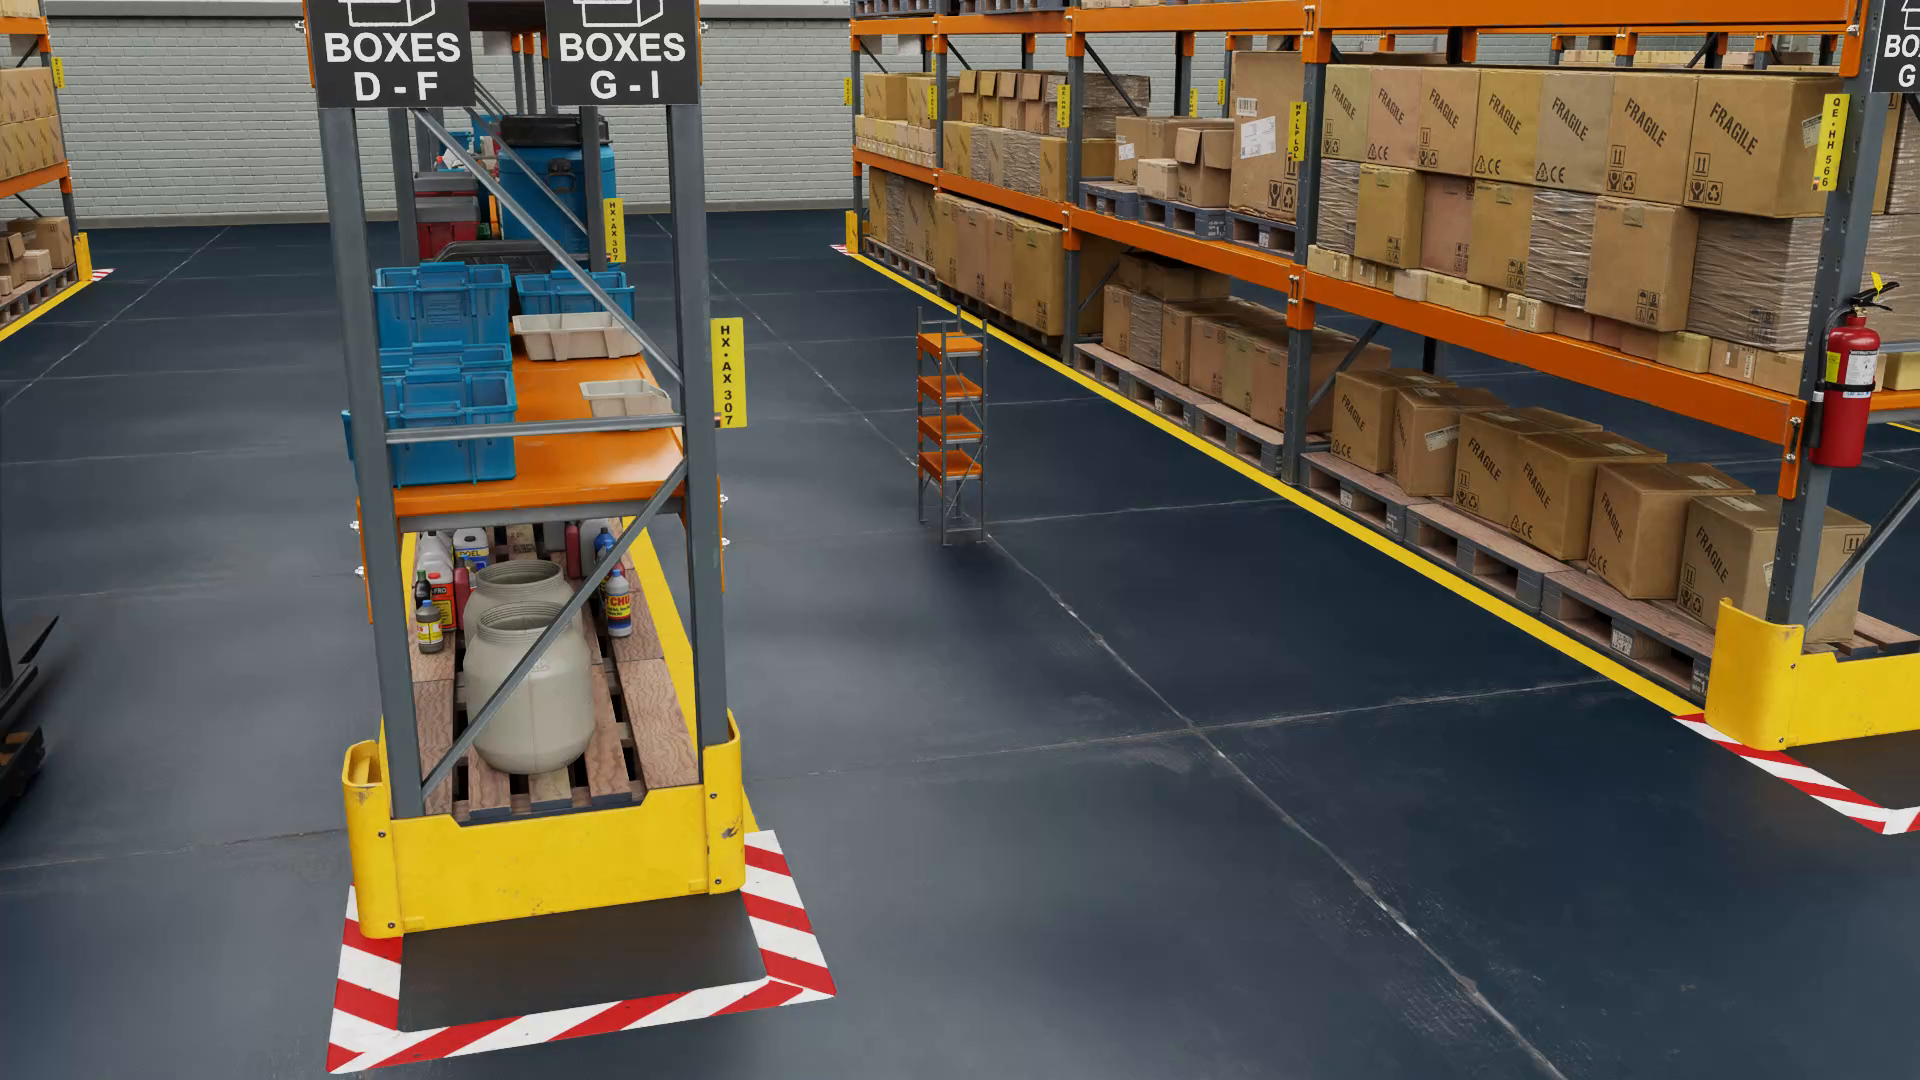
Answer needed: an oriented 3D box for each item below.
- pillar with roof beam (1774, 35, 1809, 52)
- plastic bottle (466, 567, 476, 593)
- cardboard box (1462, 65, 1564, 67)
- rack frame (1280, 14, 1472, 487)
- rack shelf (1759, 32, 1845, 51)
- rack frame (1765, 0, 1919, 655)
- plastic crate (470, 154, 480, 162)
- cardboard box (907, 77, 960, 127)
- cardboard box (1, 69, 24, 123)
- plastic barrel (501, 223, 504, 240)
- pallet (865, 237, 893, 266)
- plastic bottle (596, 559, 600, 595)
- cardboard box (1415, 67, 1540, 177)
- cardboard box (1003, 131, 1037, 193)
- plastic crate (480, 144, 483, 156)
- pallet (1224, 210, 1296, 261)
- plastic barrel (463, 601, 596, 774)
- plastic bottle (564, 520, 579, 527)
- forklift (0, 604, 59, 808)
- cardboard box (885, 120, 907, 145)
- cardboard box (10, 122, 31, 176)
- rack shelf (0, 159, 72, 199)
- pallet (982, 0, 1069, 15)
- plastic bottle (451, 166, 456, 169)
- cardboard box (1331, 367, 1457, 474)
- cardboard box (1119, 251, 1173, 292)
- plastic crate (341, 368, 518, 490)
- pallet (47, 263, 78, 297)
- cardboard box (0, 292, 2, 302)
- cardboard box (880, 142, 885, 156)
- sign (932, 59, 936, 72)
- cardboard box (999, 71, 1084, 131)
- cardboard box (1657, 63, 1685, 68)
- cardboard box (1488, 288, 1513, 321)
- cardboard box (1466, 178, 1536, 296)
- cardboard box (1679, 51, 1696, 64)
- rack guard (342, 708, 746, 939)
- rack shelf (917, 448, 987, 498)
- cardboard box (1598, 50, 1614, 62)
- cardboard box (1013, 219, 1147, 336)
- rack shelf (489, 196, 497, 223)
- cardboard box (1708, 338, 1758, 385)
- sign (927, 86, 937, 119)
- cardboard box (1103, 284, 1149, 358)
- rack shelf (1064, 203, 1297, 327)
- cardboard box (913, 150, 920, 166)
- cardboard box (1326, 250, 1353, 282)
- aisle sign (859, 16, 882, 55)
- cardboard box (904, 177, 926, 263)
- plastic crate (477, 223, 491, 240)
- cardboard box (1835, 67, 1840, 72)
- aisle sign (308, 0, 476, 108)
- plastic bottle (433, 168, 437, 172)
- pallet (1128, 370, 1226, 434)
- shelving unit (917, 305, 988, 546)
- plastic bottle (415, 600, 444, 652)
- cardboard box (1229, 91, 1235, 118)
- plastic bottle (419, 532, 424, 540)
[{"bbox_3d":[9.439,-9.659,25.465,9.100,9.000,0.400,-5,17,-15],"label":"pillar with roof beam"},{"bbox_3d":[-2.105,0.216,7.118,0.097,0.201,0.097,0,17,0],"label":"plastic bottle"},{"bbox_3d":[2.977,-2.241,8.770,0.500,0.500,0.500,-5,17,-15],"label":"cardboard box"},{"bbox_3d":[2.450,-1.813,9.773,1.000,3.000,0.127,-5,17,-15],"label":"rack frame"},{"bbox_3d":[10.330,-5.348,17.578,1.077,0.370,4.000,-5,17,-15],"label":"rack shelf"},{"bbox_3d":[3.549,-0.706,6.089,1.000,3.000,0.127,-5,17,-15],"label":"rack frame"},{"bbox_3d":[-5.077,-3.819,16.827,0.437,0.125,0.590,-5,17,-15],"label":"plastic crate"},{"bbox_3d":[-0.266,-4.700,17.826,0.500,0.500,0.500,-5,17,-15],"label":"cardboard box"},{"bbox_3d":[-9.559,-4.350,16.309,0.500,0.500,0.500,-4,17,-14],"label":"cardboard box"},{"bbox_3d":[-2.528,-1.733,9.748,0.301,0.262,0.301,0,17,0],"label":"plastic barrel"},{"bbox_3d":[-0.553,-3.581,20.508,1.003,0.211,1.213,-5,17,-15],"label":"pallet"},{"bbox_3d":[-1.560,0.139,7.375,0.097,0.201,0.097,0,17,0],"label":"plastic bottle"},{"bbox_3d":[2.605,-2.061,8.170,0.500,0.500,0.500,-5,17,-15],"label":"cardboard box"},{"bbox_3d":[0.700,-3.366,14.769,0.500,0.500,0.500,-5,18,-17],"label":"cardboard box"},{"bbox_3d":[-5.146,-4.350,18.575,0.396,0.136,0.243,-5,17,-15],"label":"plastic crate"},{"bbox_3d":[2.380,-1.944,10.542,1.003,0.211,1.213,-5,17,-15],"label":"pallet"},{"bbox_3d":[-1.467,0.500,5.669,0.421,0.512,0.421,0,17,0],"label":"plastic barrel"},{"bbox_3d":[-1.808,-0.018,7.755,0.061,0.283,0.133,-5,17,-15],"label":"plastic bottle"},{"bbox_3d":[-3.847,-0.435,5.306,1.130,2.935,3.031,-4,17,-13],"label":"forklift"},{"bbox_3d":[-0.543,-4.622,18.869,0.500,0.250,0.500,-5,17,-16],"label":"cardboard box"},{"bbox_3d":[-9.573,-3.874,16.462,0.500,0.500,0.500,-5,17,-16],"label":"cardboard box"},{"bbox_3d":[-9.824,-3.452,16.481,1.077,0.370,4.000,-5,17,-15],"label":"rack shelf"},{"bbox_3d":[0.813,-4.748,14.660,1.003,0.211,1.213,-4,17,-13],"label":"pallet"},{"bbox_3d":[-4.159,-2.929,13.690,0.061,0.283,0.133,-5,17,-15],"label":"plastic bottle"},{"bbox_3d":[2.522,-0.703,9.693,0.500,0.500,0.500,-5,18,-17],"label":"cardboard box"},{"bbox_3d":[1.564,-2.109,13.035,0.500,0.250,0.500,-4,17,-13],"label":"cardboard box"},{"bbox_3d":[-1.638,-0.358,5.189,0.499,0.251,0.616,-5,17,-15],"label":"plastic crate"},{"bbox_3d":[-10.133,-2.773,17.816,1.003,0.211,1.213,-5,17,-15],"label":"pallet"},{"bbox_3d":[-9.182,-2.300,15.303,0.500,0.311,0.500,-5,17,-15],"label":"cardboard box"},{"bbox_3d":[-0.712,-4.532,19.262,0.380,0.149,0.250,-5,17,-16],"label":"cardboard box"},{"bbox_3d":[-0.322,-5.839,20.752,0.100,0.325,0.005,-5,17,-15],"label":"sign"},{"bbox_3d":[0.798,-4.016,15.192,0.797,0.503,0.637,-4,17,-13],"label":"cardboard box"},{"bbox_3d":[9.104,-5.726,20.887,0.500,0.500,0.500,-4,17,-15],"label":"cardboard box"},{"bbox_3d":[2.757,-1.130,7.936,0.380,0.149,0.250,-5,17,-15],"label":"cardboard box"},{"bbox_3d":[2.950,-1.461,7.910,0.875,0.500,0.500,-5,17,-15],"label":"cardboard box"},{"bbox_3d":[9.172,-5.993,20.649,0.380,0.149,0.250,-5,17,-16],"label":"cardboard box"},{"bbox_3d":[-1.279,0.865,5.203,1.175,0.500,0.348,-5,17,-15],"label":"rack guard"},{"bbox_3d":[-0.045,-0.366,9.008,0.258,0.148,0.480,-5,17,-15],"label":"rack shelf"},{"bbox_3d":[8.703,-6.414,22.050,0.380,0.149,0.250,-5,18,-17],"label":"cardboard box"},{"bbox_3d":[1.181,-2.295,14.342,1.225,0.875,0.875,-6,18,-18],"label":"cardboard box"},{"bbox_3d":[-3.961,-2.736,14.098,1.077,0.370,4.000,-5,17,-15],"label":"rack shelf"},{"bbox_3d":[3.204,-0.718,6.564,0.380,0.149,0.250,-5,17,-15],"label":"cardboard box"},{"bbox_3d":[-0.282,-4.434,16.856,0.100,0.325,0.005,-5,17,-15],"label":"sign"},{"bbox_3d":[1.554,-1.749,13.141,0.700,0.500,0.500,-6,18,-18],"label":"cardboard box"},{"bbox_3d":[1.900,-2.021,11.718,1.077,0.370,4.000,-5,17,-15],"label":"rack shelf"},{"bbox_3d":[-0.289,-4.106,17.844,0.380,0.149,0.250,-5,17,-16],"label":"cardboard box"},{"bbox_3d":[2.276,-1.539,9.298,0.380,0.149,0.250,-5,17,-15],"label":"cardboard box"},{"bbox_3d":[-1.156,-6.373,20.436,0.394,0.787,0.004,-5,17,-15],"label":"aisle sign"},{"bbox_3d":[-0.100,-3.647,18.842,0.875,0.875,0.875,-5,17,-15],"label":"cardboard box"},{"bbox_3d":[-3.062,-1.779,10.029,0.450,0.188,0.662,-5,17,-15],"label":"plastic crate"},{"bbox_3d":[9.926,-4.914,18.185,0.500,0.500,0.500,-5,17,-17],"label":"cardboard box"},{"bbox_3d":[-1.479,-1.516,4.267,0.394,0.787,0.004,-5,17,-15],"label":"aisle sign"},{"bbox_3d":[-4.247,-2.866,13.482,0.061,0.283,0.133,-5,17,-15],"label":"plastic bottle"},{"bbox_3d":[1.896,-1.031,12.016,1.003,0.211,1.213,-5,17,-15],"label":"pallet"},{"bbox_3d":[-0.045,-0.620,8.932,0.258,1.200,0.503,-5,17,-15],"label":"shelving unit"},{"bbox_3d":[-2.139,0.341,6.701,0.097,0.201,0.097,0,17,0],"label":"plastic bottle"},{"bbox_3d":[3.807,-5.541,21.492,0.500,0.500,0.500,-4,17,-13],"label":"cardboard box"},{"bbox_3d":[-2.432,0.026,7.607,0.061,0.283,0.133,-4,17,-13],"label":"plastic bottle"}]
